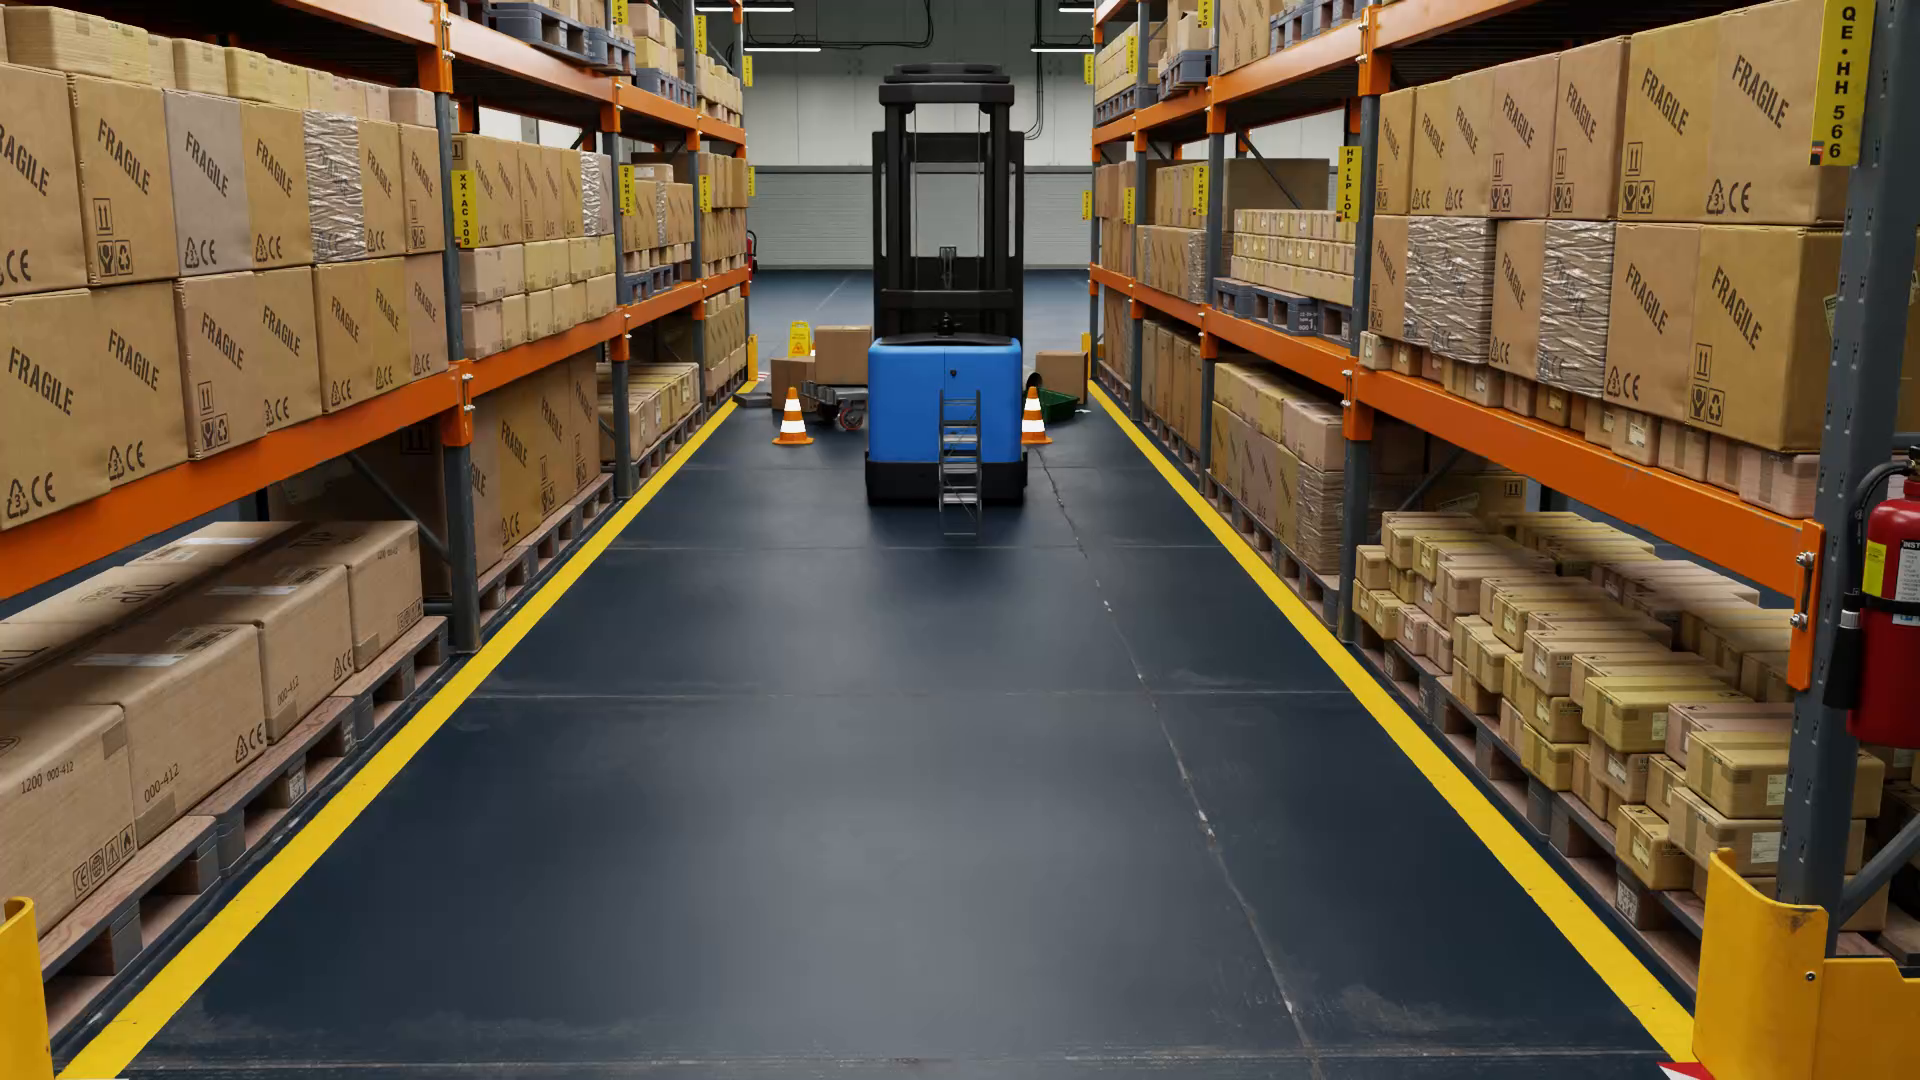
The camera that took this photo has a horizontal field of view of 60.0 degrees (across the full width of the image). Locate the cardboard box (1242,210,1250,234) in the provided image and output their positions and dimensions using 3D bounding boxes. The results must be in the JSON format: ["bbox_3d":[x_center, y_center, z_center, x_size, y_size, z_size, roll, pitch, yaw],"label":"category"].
[{"bbox_3d":[2.004,-2.021,10.557,0.380,0.149,0.250,-1,11,-3],"label":"cardboard box"}]

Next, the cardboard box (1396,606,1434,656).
[{"bbox_3d":[2.012,0.369,6.809,0.380,0.149,0.250,0,11,-1],"label":"cardboard box"}]

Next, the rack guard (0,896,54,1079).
[{"bbox_3d":[-2.601,1.067,3.540,1.175,0.500,0.348,0,11,-1],"label":"rack guard"}]

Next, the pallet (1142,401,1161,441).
[{"bbox_3d":[2.189,-1.069,14.795,1.003,0.211,1.213,0,11,-1],"label":"pallet"}]

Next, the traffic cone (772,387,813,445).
[{"bbox_3d":[-1.424,-1.064,14.139,0.336,0.463,0.334,0,11,-1],"label":"traffic cone"}]

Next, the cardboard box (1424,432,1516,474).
[{"bbox_3d":[2.512,-0.494,8.296,0.500,0.250,0.500,-1,11,-4],"label":"cardboard box"}]

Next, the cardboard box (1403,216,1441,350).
[{"bbox_3d":[2.039,-0.995,6.419,0.500,0.500,0.500,0,11,-1],"label":"cardboard box"}]

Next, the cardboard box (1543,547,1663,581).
[{"bbox_3d":[2.515,0.123,6.524,0.380,0.149,0.250,0,11,1],"label":"cardboard box"}]

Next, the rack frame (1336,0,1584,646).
[{"bbox_3d":[2.263,-0.998,7.434,1.000,3.000,0.127,0,11,-1],"label":"rack frame"}]

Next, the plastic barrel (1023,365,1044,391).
[{"bbox_3d":[0.540,-1.545,16.609,0.512,0.421,0.421,9,15,38],"label":"plastic barrel"}]

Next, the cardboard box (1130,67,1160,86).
[{"bbox_3d":[1.770,-4.261,15.298,0.380,0.149,0.250,0,11,-1],"label":"cardboard box"}]

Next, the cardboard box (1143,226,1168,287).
[{"bbox_3d":[1.851,-2.431,14.247,0.500,0.500,0.500,0,11,-1],"label":"cardboard box"}]

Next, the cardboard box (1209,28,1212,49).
[{"bbox_3d":[1.948,-3.522,11.609,0.380,0.166,0.250,0,11,-1],"label":"cardboard box"}]

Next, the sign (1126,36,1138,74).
[{"bbox_3d":[1.543,-4.348,14.902,0.100,0.325,0.005,0,11,-1],"label":"sign"}]

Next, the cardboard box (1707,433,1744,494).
[{"bbox_3d":[2.089,-0.193,4.098,0.380,0.149,0.250,0,11,-1],"label":"cardboard box"}]

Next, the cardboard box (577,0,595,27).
[{"bbox_3d":[-2.556,-3.282,9.838,0.700,0.500,0.500,-1,11,-4],"label":"cardboard box"}]

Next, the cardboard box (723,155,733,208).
[{"bbox_3d":[-2.614,-3.523,16.363,0.700,0.500,0.500,0,11,-2],"label":"cardboard box"}]

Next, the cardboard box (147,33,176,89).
[{"bbox_3d":[-2.381,-1.299,4.521,0.380,0.149,0.250,0,11,-1],"label":"cardboard box"}]

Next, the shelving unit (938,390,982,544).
[{"bbox_3d":[0.000,-0.439,9.962,0.258,0.900,0.210,0,11,-1],"label":"shelving unit"}]

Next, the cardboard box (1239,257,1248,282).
[{"bbox_3d":[1.993,-1.733,10.631,0.380,0.149,0.250,0,11,2],"label":"cardboard box"}]

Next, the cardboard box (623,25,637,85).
[{"bbox_3d":[-2.827,-3.576,12.339,0.797,0.503,0.637,0,11,-1],"label":"cardboard box"}]

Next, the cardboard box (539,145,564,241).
[{"bbox_3d":[-2.469,-1.889,9.058,0.500,0.500,0.500,0,11,-2],"label":"cardboard box"}]

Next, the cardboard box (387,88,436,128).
[{"bbox_3d":[-2.359,-1.755,6.766,0.380,0.149,0.250,0,11,-2],"label":"cardboard box"}]

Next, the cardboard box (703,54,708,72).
[{"bbox_3d":[-2.561,-4.454,15.549,0.380,0.149,0.250,-1,11,-3],"label":"cardboard box"}]

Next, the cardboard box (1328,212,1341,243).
[{"bbox_3d":[2.050,-1.556,8.264,0.380,0.149,0.250,-1,11,-3],"label":"cardboard box"}]

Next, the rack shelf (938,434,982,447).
[{"bbox_3d":[0.000,-0.583,9.933,0.258,0.077,0.200,0,11,-1],"label":"rack shelf"}]

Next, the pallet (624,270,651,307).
[{"bbox_3d":[-2.888,-1.800,11.869,1.213,0.211,1.003,0,11,-1],"label":"pallet"}]

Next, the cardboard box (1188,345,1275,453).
[{"bbox_3d":[2.258,-1.018,12.134,1.050,0.750,0.750,0,11,-2],"label":"cardboard box"}]

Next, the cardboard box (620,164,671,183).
[{"bbox_3d":[-2.558,-2.984,13.537,0.380,0.149,0.250,-1,11,-4],"label":"cardboard box"}]

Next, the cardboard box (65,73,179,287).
[{"bbox_3d":[-2.344,-0.901,4.188,0.500,0.500,0.500,-1,11,-3],"label":"cardboard box"}]

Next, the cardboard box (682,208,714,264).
[{"bbox_3d":[-2.580,-2.831,15.471,0.500,0.500,0.500,0,11,-1],"label":"cardboard box"}]

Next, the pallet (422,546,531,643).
[{"bbox_3d":[-2.775,0.256,8.266,1.003,0.211,1.213,0,11,-1],"label":"pallet"}]

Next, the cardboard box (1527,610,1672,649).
[{"bbox_3d":[2.103,0.334,5.487,0.380,0.149,0.250,-1,11,-3],"label":"cardboard box"}]

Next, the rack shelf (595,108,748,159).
[{"bbox_3d":[-2.891,-4.063,16.806,1.077,0.370,4.000,0,11,-1],"label":"rack shelf"}]

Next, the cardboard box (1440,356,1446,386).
[{"bbox_3d":[2.079,-0.659,6.397,0.380,0.149,0.250,-1,11,-4],"label":"cardboard box"}]

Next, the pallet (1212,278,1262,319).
[{"bbox_3d":[2.301,-1.558,10.676,1.213,0.211,1.003,0,11,-1],"label":"pallet"}]

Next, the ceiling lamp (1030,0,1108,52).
[{"bbox_3d":[2.816,-14.226,42.866,2.000,3.185,0.800,0,11,-1],"label":"ceiling lamp"}]

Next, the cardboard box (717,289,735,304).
[{"bbox_3d":[-2.574,-2.553,17.443,0.380,0.149,0.250,0,11,1],"label":"cardboard box"}]

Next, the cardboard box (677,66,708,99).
[{"bbox_3d":[-2.585,-4.179,15.197,0.500,0.250,0.500,0,11,-2],"label":"cardboard box"}]

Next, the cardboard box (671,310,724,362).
[{"bbox_3d":[-2.614,-1.998,16.338,0.500,0.500,0.500,0,11,1],"label":"cardboard box"}]

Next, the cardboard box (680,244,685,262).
[{"bbox_3d":[-2.534,-2.426,14.047,0.380,0.149,0.250,0,11,-2],"label":"cardboard box"}]

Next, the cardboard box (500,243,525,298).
[{"bbox_3d":[-2.450,-1.321,8.147,0.500,0.250,0.500,0,11,0],"label":"cardboard box"}]

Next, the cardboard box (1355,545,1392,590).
[{"bbox_3d":[1.950,0.121,7.284,0.380,0.149,0.250,0,11,1],"label":"cardboard box"}]

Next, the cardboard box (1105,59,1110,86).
[{"bbox_3d":[1.791,-4.882,17.357,0.500,0.250,0.500,0,11,-2],"label":"cardboard box"}]

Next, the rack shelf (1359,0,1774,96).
[{"bbox_3d":[2.304,-1.718,5.248,1.077,0.370,4.000,0,11,-1],"label":"rack shelf"}]

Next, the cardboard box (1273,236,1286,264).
[{"bbox_3d":[2.017,-1.669,9.567,0.380,0.149,0.250,0,11,-2],"label":"cardboard box"}]

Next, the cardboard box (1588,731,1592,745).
[{"bbox_3d":[2.134,0.582,5.013,0.380,0.149,0.250,0,11,-2],"label":"cardboard box"}]

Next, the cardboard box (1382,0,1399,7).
[{"bbox_3d":[2.008,-2.301,6.692,0.500,0.250,0.500,0,11,2],"label":"cardboard box"}]

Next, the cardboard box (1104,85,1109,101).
[{"bbox_3d":[1.723,-4.715,17.535,0.380,0.149,0.250,0,11,-1],"label":"cardboard box"}]

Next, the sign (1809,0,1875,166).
[{"bbox_3d":[1.790,-0.927,3.377,0.100,0.325,0.005,0,11,-1],"label":"sign"}]

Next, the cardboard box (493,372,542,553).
[{"bbox_3d":[-2.803,-0.425,8.895,0.875,0.875,0.875,0,11,0],"label":"cardboard box"}]

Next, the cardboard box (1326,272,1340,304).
[{"bbox_3d":[2.048,-1.260,8.301,0.380,0.149,0.250,0,11,-1],"label":"cardboard box"}]

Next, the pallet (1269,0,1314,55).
[{"bbox_3d":[2.332,-2.705,8.778,1.213,0.211,1.003,0,11,-1],"label":"pallet"}]

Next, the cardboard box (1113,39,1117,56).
[{"bbox_3d":[1.739,-4.954,16.708,0.380,0.149,0.250,0,11,0],"label":"cardboard box"}]

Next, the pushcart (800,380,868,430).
[{"bbox_3d":[-0.571,-1.282,15.429,1.648,0.377,0.936,-4,12,-21],"label":"pushcart"}]

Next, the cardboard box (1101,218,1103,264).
[{"bbox_3d":[2.068,-3.383,18.814,0.875,0.550,0.550,0,11,-1],"label":"cardboard box"}]

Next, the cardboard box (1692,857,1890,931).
[{"bbox_3d":[2.126,0.885,4.268,0.380,0.149,0.250,0,11,0],"label":"cardboard box"}]

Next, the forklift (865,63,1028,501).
[{"bbox_3d":[-0.080,-1.947,12.283,1.130,2.935,3.031,0,11,1],"label":"forklift"}]
